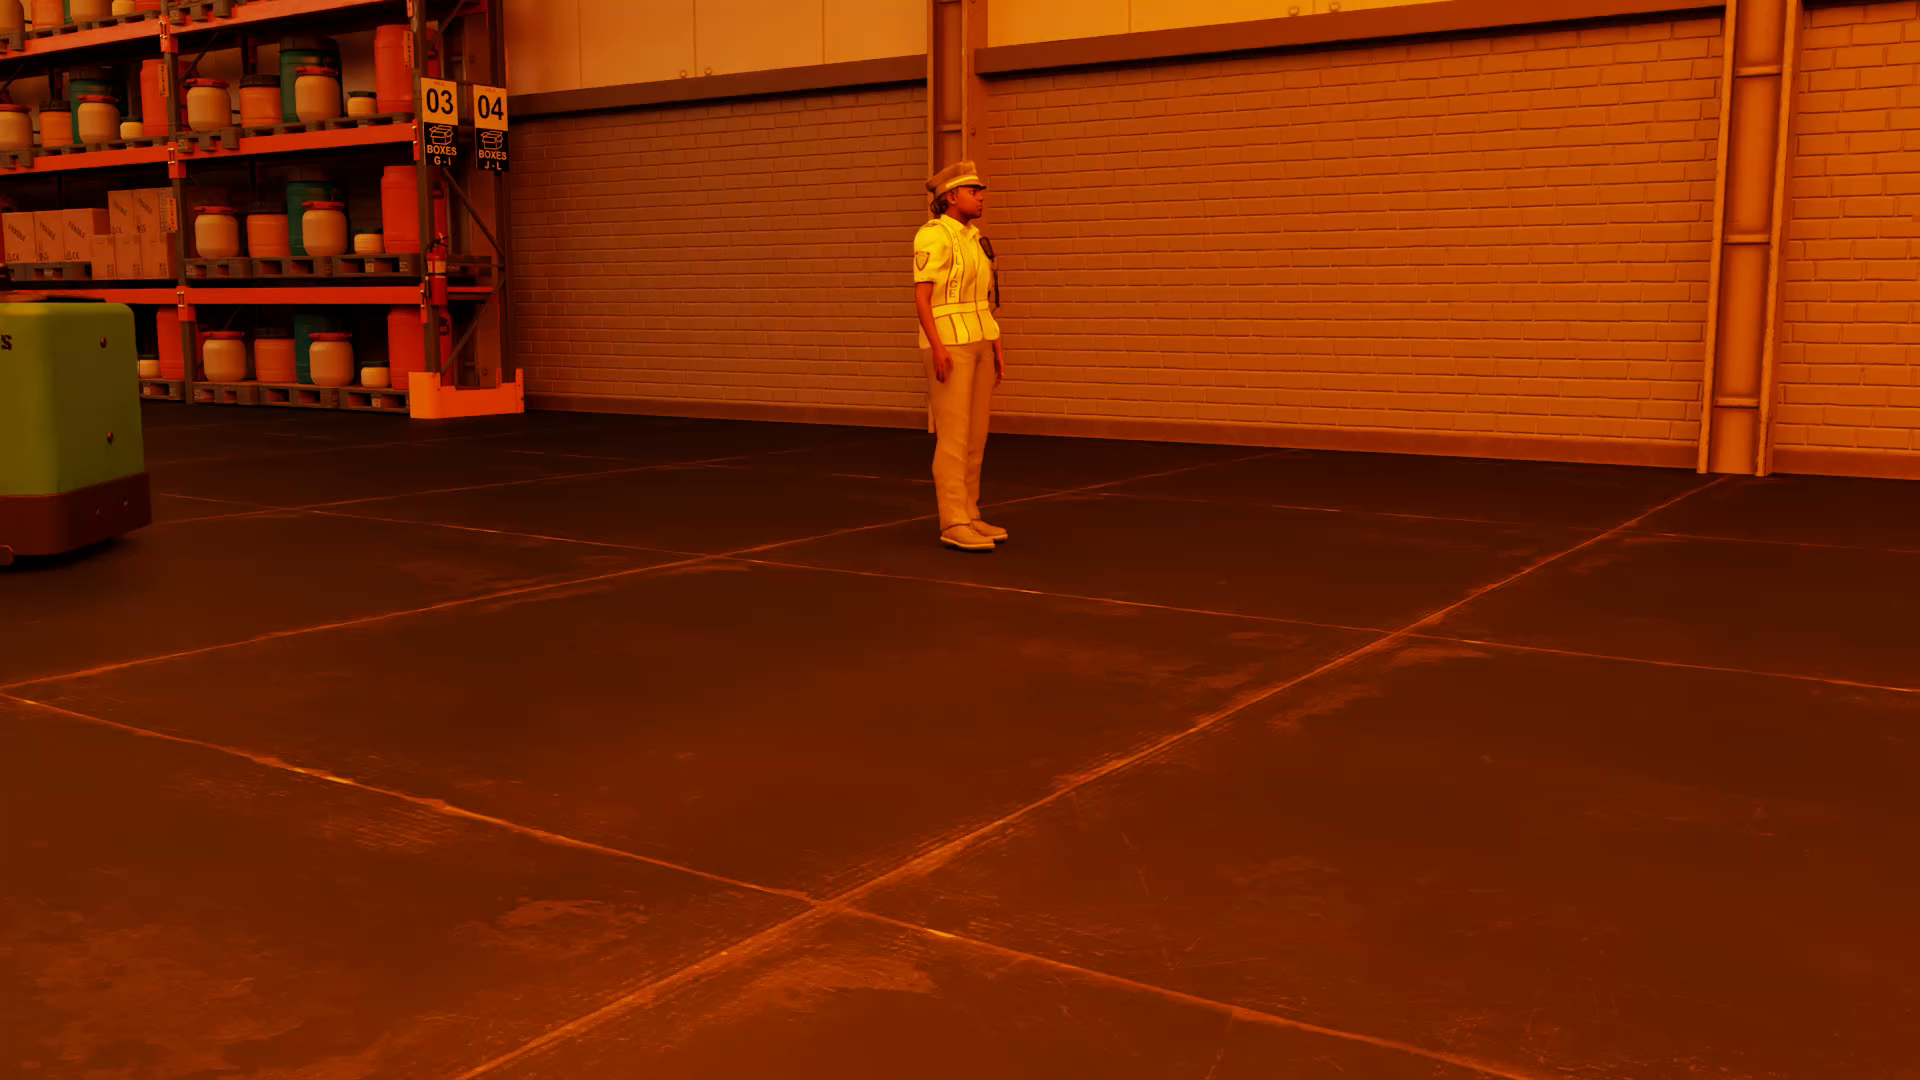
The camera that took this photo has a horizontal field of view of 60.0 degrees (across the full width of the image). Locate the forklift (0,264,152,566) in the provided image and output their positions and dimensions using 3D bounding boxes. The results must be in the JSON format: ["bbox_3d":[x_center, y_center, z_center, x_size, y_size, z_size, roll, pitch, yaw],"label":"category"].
[{"bbox_3d":[-5.163,-1.372,6.840,3.031,2.935,1.130,-1,8,-5],"label":"forklift"}]

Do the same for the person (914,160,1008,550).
[{"bbox_3d":[0.051,-0.838,7.425,0.528,1.695,0.569,5,10,34],"label":"person"}]
